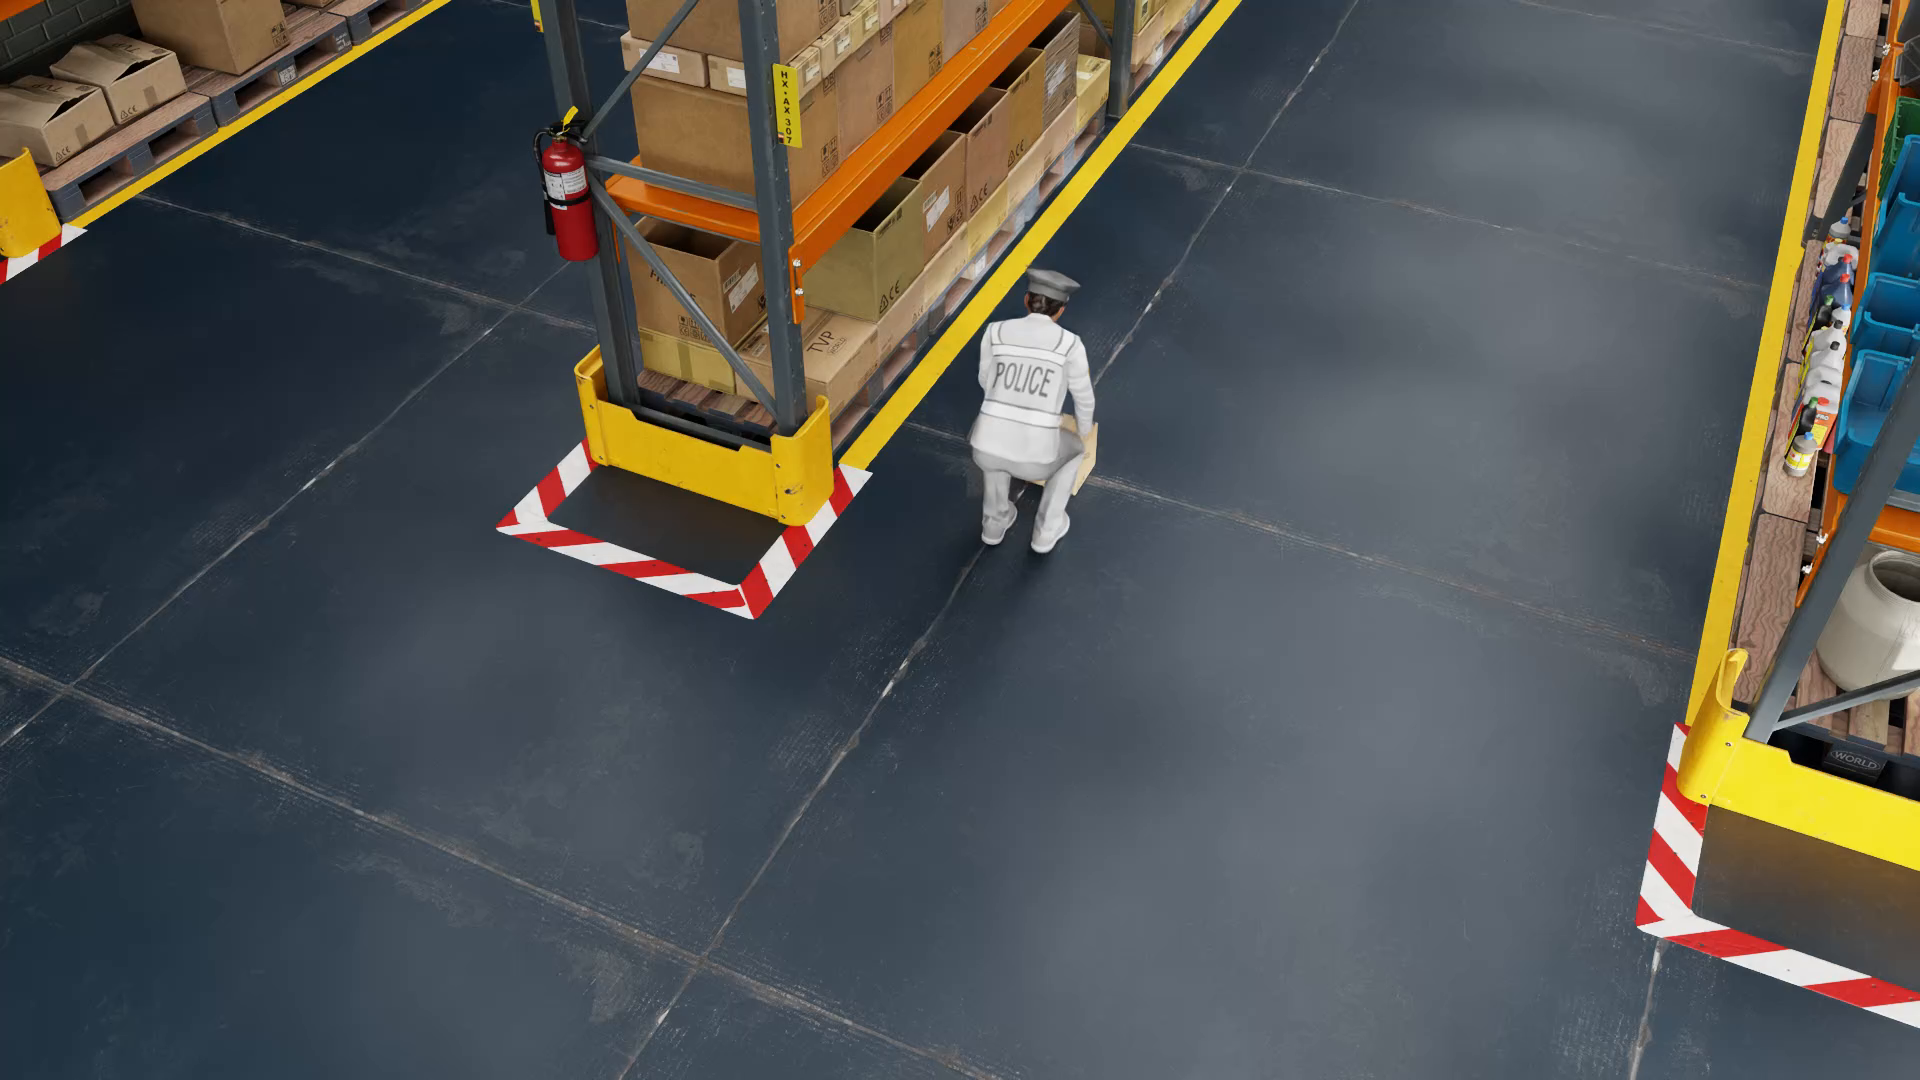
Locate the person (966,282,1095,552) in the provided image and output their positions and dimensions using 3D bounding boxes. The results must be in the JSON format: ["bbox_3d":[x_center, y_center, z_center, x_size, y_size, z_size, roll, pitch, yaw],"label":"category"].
[{"bbox_3d":[0.289,-0.505,7.139,0.510,1.101,0.820,16,45,17],"label":"person"}]
